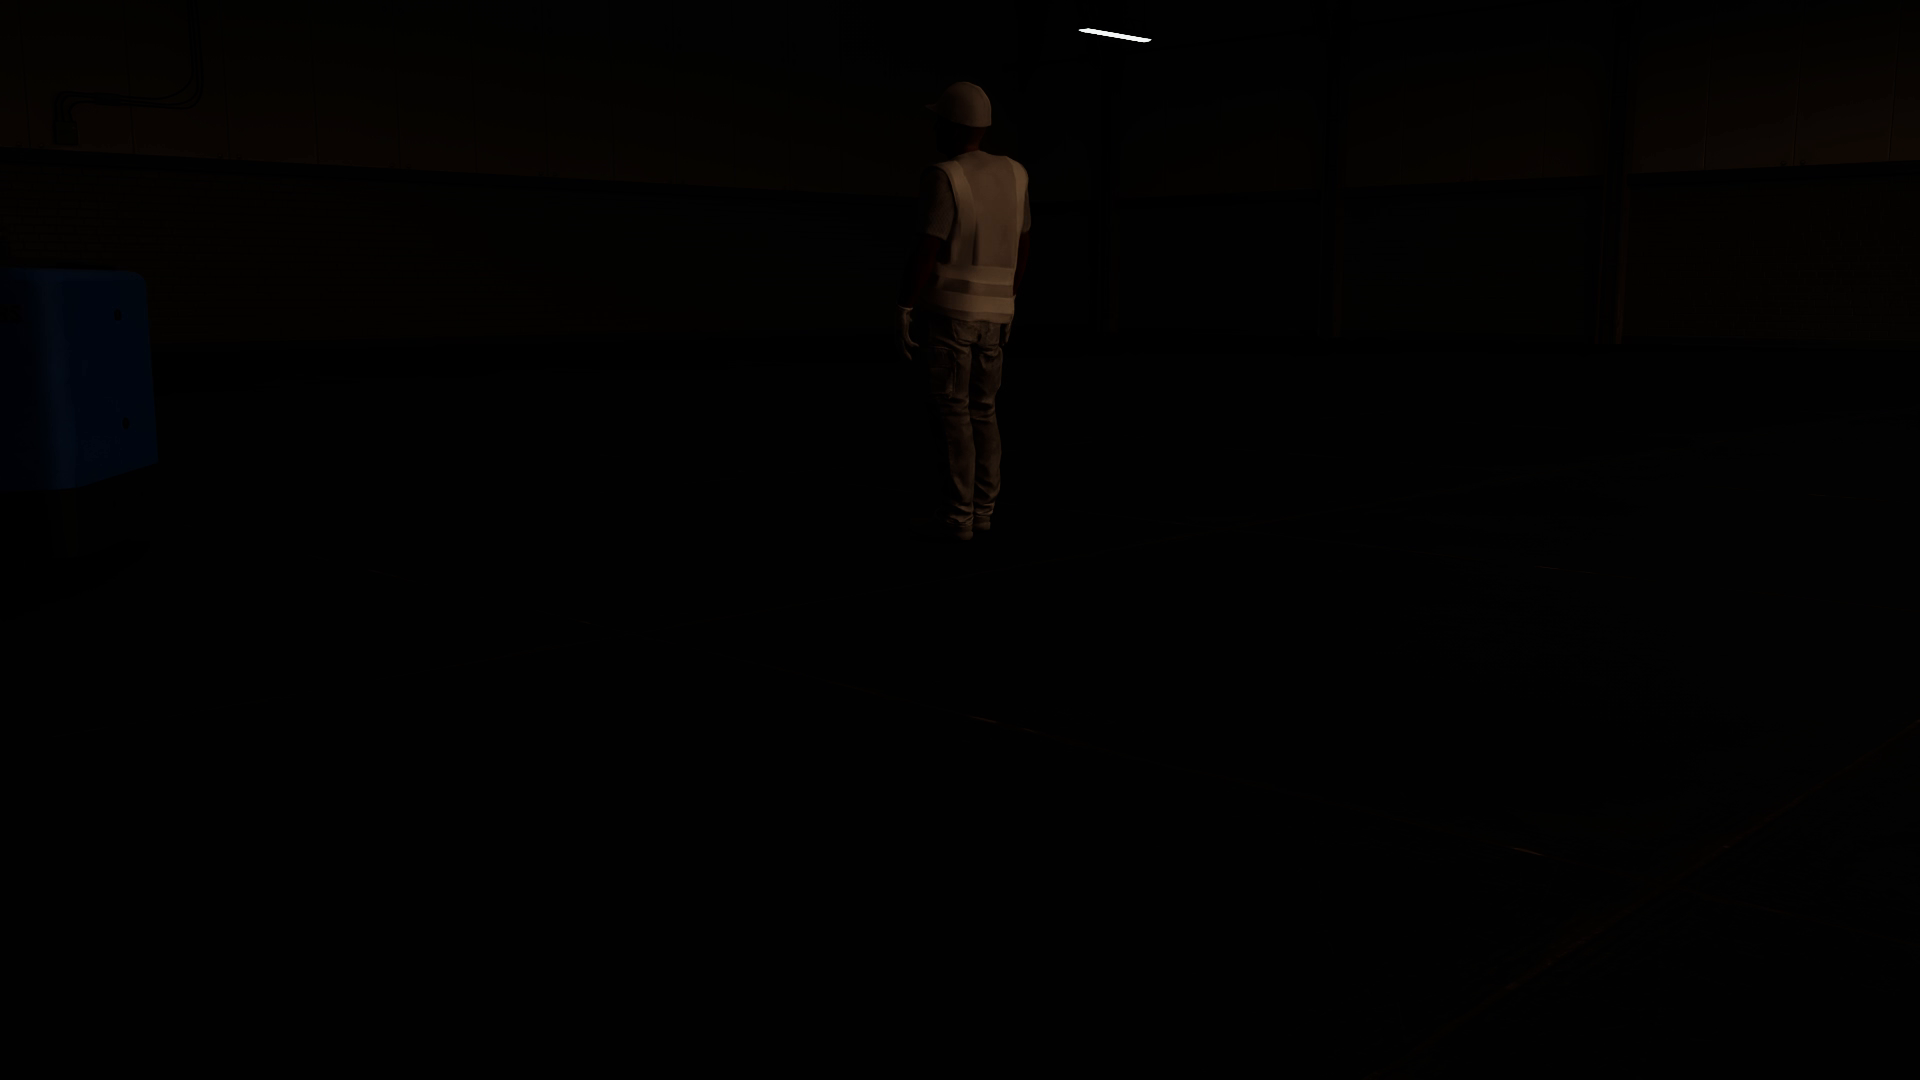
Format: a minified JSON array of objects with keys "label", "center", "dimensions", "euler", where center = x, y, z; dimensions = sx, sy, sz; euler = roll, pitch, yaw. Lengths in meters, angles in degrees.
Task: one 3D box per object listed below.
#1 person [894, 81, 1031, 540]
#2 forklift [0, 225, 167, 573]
[{"label":"person","center":[-0.046,-0.898,6.639],"dimensions":[0.575,1.785,0.657],"euler":[8,12,43]},{"label":"forklift","center":[-4.642,-1.355,5.873],"dimensions":[3.031,2.935,1.130],"euler":[-1,9,-9]}]
